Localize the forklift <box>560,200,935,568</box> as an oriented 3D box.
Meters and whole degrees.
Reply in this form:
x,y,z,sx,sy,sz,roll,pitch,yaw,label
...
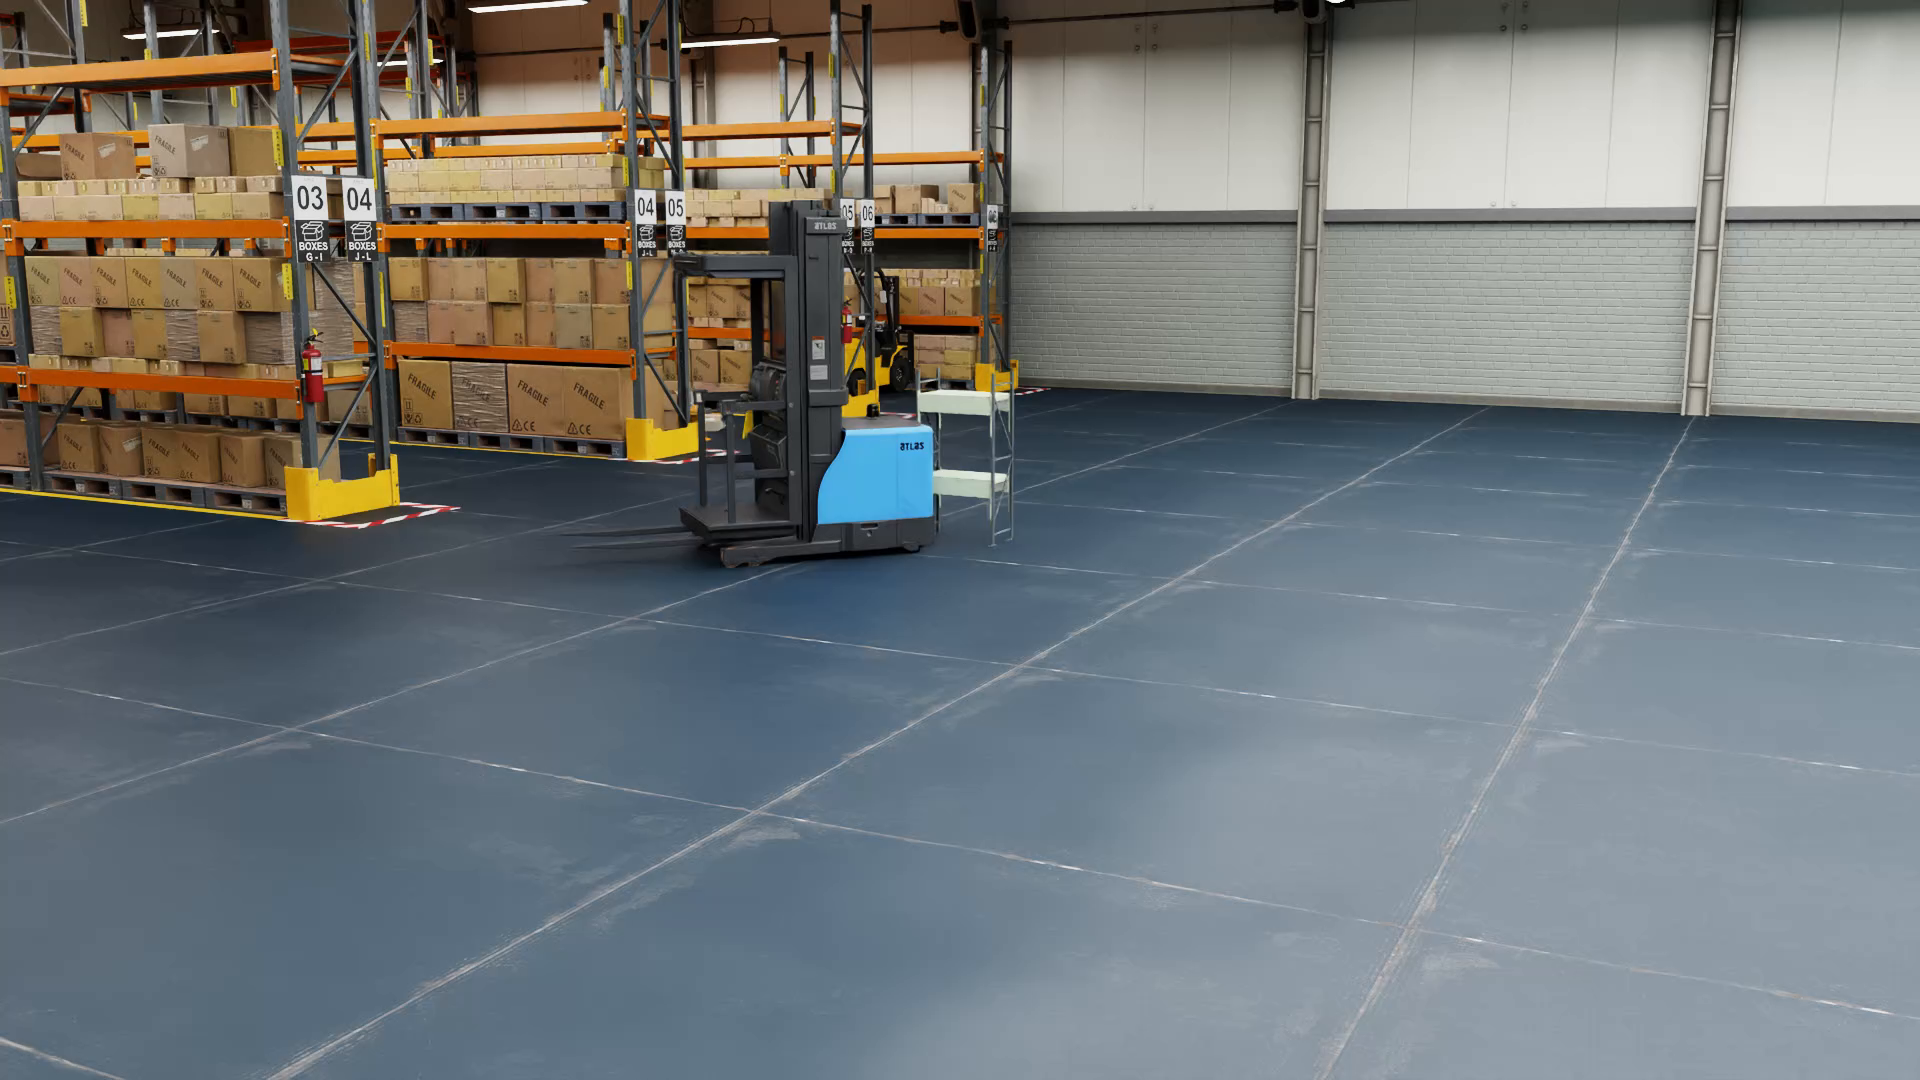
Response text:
x,y,z,sx,sy,sz,roll,pitch,yaw,label
-1.783,-1.322,13.806,3.031,2.935,1.130,-4,11,-22,forklift

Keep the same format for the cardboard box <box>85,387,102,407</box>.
x,y,z,sx,sy,sz,roll,pitch,yaw,label
-12.489,-2.232,24.479,0.500,0.500,0.500,4,11,23,cardboard box

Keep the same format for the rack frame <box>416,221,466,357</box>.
x,y,z,sx,sy,sz,roll,pitch,yaw,label
-8.738,-3.963,28.205,0.127,3.000,1.000,5,11,26,rack frame

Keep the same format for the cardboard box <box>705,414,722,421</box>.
x,y,z,sx,sy,sz,roll,pitch,yaw,label
-3.633,-1.710,23.763,0.380,0.149,0.250,-7,12,-33,cardboard box

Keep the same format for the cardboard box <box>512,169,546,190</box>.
x,y,z,sx,sy,sz,roll,pitch,yaw,label
-5.124,-4.412,20.387,0.500,0.250,0.500,5,11,25,cardboard box

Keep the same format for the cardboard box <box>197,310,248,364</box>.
x,y,z,sx,sy,sz,roll,pitch,yaw,label
-6.931,-2.013,16.317,0.500,0.500,0.875,5,11,26,cardboard box

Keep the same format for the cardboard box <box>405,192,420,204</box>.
x,y,z,sx,sy,sz,roll,pitch,yaw,label
-6.842,-4.355,21.190,0.250,0.149,0.380,5,11,26,cardboard box

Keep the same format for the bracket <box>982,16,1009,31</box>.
x,y,z,sx,sy,sz,roll,pitch,yaw,label
0.618,-8.958,28.853,0.430,0.232,0.235,5,11,26,bracket

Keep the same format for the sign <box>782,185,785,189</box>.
x,y,z,sx,sy,sz,roll,pitch,yaw,label
-3.190,-6.239,30.021,0.005,0.325,0.100,5,11,26,sign

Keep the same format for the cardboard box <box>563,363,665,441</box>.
x,y,z,sx,sy,sz,roll,pitch,yaw,label
-4.301,-1.738,20.698,0.875,0.875,0.875,5,11,26,cardboard box

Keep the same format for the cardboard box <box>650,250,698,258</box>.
x,y,z,sx,sy,sz,roll,pitch,yaw,label
-4.404,-4.222,25.714,0.500,0.500,0.700,5,11,26,cardboard box

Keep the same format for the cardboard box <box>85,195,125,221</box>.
x,y,z,sx,sy,sz,roll,pitch,yaw,label
-8.328,-3.309,16.591,0.500,0.250,0.500,5,11,24,cardboard box

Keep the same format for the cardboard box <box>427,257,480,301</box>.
x,y,z,sx,sy,sz,roll,pitch,yaw,label
-6.390,-3.395,21.614,0.550,0.550,0.875,5,11,26,cardboard box

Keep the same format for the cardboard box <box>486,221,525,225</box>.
x,y,z,sx,sy,sz,roll,pitch,yaw,label
-7.358,-5.374,27.290,0.637,0.503,0.797,5,11,26,cardboard box

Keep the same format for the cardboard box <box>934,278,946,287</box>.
x,y,z,sx,sy,sz,roll,pitch,yaw,label
-0.254,-4.522,29.193,0.250,0.149,0.380,5,12,27,cardboard box

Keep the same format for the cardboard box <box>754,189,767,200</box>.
x,y,z,sx,sy,sz,roll,pitch,yaw,label
-2.870,-5.149,24.802,0.250,0.149,0.380,5,11,26,cardboard box

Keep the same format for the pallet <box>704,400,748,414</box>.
x,y,z,sx,sy,sz,roll,pitch,yaw,label
-3.435,-2.133,25.920,1.213,0.211,1.003,5,11,26,pallet

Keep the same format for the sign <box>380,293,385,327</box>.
x,y,z,sx,sy,sz,roll,pitch,yaw,label
-5.709,-2.263,16.378,0.005,0.325,0.100,5,11,26,sign

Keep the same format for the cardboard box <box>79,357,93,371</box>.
x,y,z,sx,sy,sz,roll,pitch,yaw,label
-8.793,-1.821,17.076,0.250,0.149,0.380,5,11,26,cardboard box

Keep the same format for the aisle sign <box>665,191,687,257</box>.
x,y,z,sx,sy,sz,roll,pitch,yaw,label
-3.467,-3.856,20.312,0.004,0.787,0.394,5,11,26,aisle sign

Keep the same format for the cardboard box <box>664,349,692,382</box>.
x,y,z,sx,sy,sz,roll,pitch,yaw,label
-4.256,-2.741,25.886,0.500,0.500,0.500,6,12,28,cardboard box

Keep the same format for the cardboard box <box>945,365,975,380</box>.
x,y,z,sx,sy,sz,roll,pitch,yaw,label
0.068,-2.966,29.237,0.500,0.250,0.500,5,11,26,cardboard box

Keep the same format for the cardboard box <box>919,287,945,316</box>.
x,y,z,sx,sy,sz,roll,pitch,yaw,label
-0.390,-4.214,29.311,0.500,0.500,0.500,5,12,28,cardboard box

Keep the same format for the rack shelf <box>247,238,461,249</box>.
x,y,z,sx,sy,sz,roll,pitch,yaw,label
-10.532,-5.243,28.873,4.000,0.370,1.077,5,11,26,rack shelf

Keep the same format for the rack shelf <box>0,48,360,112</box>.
x,y,z,sx,sy,sz,roll,pitch,yaw,label
-7.742,-4.504,16.377,4.000,0.370,1.077,5,11,26,rack shelf

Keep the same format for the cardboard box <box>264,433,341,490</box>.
x,y,z,sx,sy,sz,roll,pitch,yaw,label
-6.502,-0.778,16.448,0.500,0.500,0.500,8,13,36,cardboard box

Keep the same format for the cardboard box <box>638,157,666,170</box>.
x,y,z,sx,sy,sz,roll,pitch,yaw,label
-3.822,-4.612,20.374,0.250,0.149,0.380,5,11,26,cardboard box

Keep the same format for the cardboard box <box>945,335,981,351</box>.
x,y,z,sx,sy,sz,roll,pitch,yaw,label
0.078,-3.458,29.147,0.500,0.250,0.500,5,12,28,cardboard box

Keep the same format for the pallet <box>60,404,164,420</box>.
x,y,z,sx,sy,sz,roll,pitch,yaw,label
-12.628,-1.951,24.915,1.213,0.211,1.003,5,11,26,pallet

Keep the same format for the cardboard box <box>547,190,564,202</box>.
x,y,z,sx,sy,sz,roll,pitch,yaw,label
-4.794,-4.175,20.196,0.250,0.149,0.380,5,11,26,cardboard box

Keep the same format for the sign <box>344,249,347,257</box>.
x,y,z,sx,sy,sz,roll,pitch,yaw,label
-13.456,-6.199,36.420,0.005,0.325,0.100,5,11,26,sign

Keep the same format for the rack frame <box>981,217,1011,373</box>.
x,y,z,sx,sy,sz,roll,pitch,yaw,label
0.629,-4.126,29.103,0.127,3.000,1.000,5,11,26,rack frame

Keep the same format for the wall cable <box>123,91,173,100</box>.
x,y,z,sx,sy,sz,roll,pitch,yaw,label
-18.215,-11.725,38.627,0.133,3.039,2.988,5,11,26,wall cable

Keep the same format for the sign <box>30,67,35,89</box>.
x,y,z,sx,sy,sz,roll,pitch,yaw,label
-14.185,-7.058,25.395,0.005,0.325,0.100,5,11,26,sign

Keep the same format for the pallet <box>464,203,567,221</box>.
x,y,z,sx,sy,sz,roll,pitch,yaw,label
-5.432,-4.119,20.894,1.213,0.211,1.003,5,11,26,pallet

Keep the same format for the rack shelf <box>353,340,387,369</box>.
x,y,z,sx,sy,sz,roll,pitch,yaw,label
-9.044,-2.653,22.986,4.000,0.370,1.077,5,11,26,rack shelf

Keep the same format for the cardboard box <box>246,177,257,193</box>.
x,y,z,sx,sy,sz,roll,pitch,yaw,label
-6.518,-3.360,15.750,0.250,0.149,0.380,5,11,24,cardboard box

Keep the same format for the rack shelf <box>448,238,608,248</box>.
x,y,z,sx,sy,sz,roll,pitch,yaw,label
-8.339,-6.036,33.254,4.000,0.370,1.077,5,11,26,rack shelf

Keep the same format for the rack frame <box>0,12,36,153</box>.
x,y,z,sx,sy,sz,roll,pitch,yaw,label
-14.425,-6.432,25.000,0.127,3.000,1.000,5,11,26,rack frame

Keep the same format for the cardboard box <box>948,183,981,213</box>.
x,y,z,sx,sy,sz,roll,pitch,yaw,label
0.124,-5.903,28.759,0.500,0.500,0.500,5,12,28,cardboard box

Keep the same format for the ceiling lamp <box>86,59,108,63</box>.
x,y,z,sx,sy,sz,roll,pitch,yaw,label
-17.153,-11.050,34.128,0.800,3.185,2.000,5,11,26,ceiling lamp

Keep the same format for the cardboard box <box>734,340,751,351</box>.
x,y,z,sx,sy,sz,roll,pitch,yaw,label
-3.216,-2.956,25.252,0.250,0.149,0.380,6,12,28,cardboard box

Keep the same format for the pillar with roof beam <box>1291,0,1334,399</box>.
x,y,z,sx,sy,sz,roll,pitch,yaw,label
3.879,-6.116,23.256,0.548,9.000,9.100,5,11,26,pillar with roof beam

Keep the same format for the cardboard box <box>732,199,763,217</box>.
x,y,z,sx,sy,sz,roll,pitch,yaw,label
-3.060,-4.958,24.868,0.500,0.250,0.500,5,12,27,cardboard box

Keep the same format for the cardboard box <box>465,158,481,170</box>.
x,y,z,sx,sy,sz,roll,pitch,yaw,label
-5.933,-4.667,20.678,0.250,0.149,0.380,5,11,26,cardboard box

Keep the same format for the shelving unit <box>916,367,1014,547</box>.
x,y,z,sx,sy,sz,roll,pitch,yaw,label
0.043,-0.739,14.603,0.755,1.500,0.431,5,12,27,shelving unit

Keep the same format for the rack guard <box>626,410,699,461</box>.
x,y,z,sx,sy,sz,roll,pitch,yaw,label
-3.642,-1.302,20.522,0.348,0.500,1.175,5,11,26,rack guard

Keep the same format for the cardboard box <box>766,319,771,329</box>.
x,y,z,sx,sy,sz,roll,pitch,yaw,label
-2.735,-3.246,24.946,0.250,0.149,0.380,5,12,27,cardboard box

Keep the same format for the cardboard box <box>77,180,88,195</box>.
x,y,z,sx,sy,sz,roll,pitch,yaw,label
-8.639,-3.541,16.754,0.250,0.149,0.380,5,12,28,cardboard box

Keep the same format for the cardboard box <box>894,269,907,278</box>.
x,y,z,sx,sy,sz,roll,pitch,yaw,label
-0.974,-4.720,29.448,0.250,0.149,0.380,5,12,27,cardboard box

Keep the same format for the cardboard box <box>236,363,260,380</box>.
x,y,z,sx,sy,sz,roll,pitch,yaw,label
-6.767,-1.647,16.114,0.250,0.149,0.380,5,11,26,cardboard box

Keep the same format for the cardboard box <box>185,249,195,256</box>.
x,y,z,sx,sy,sz,roll,pitch,yaw,label
-13.861,-5.223,30.256,0.250,0.149,0.380,5,11,25,cardboard box

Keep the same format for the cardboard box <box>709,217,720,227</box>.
x,y,z,sx,sy,sz,roll,pitch,yaw,label
-3.595,-4.815,25.193,0.250,0.149,0.380,5,11,26,cardboard box
